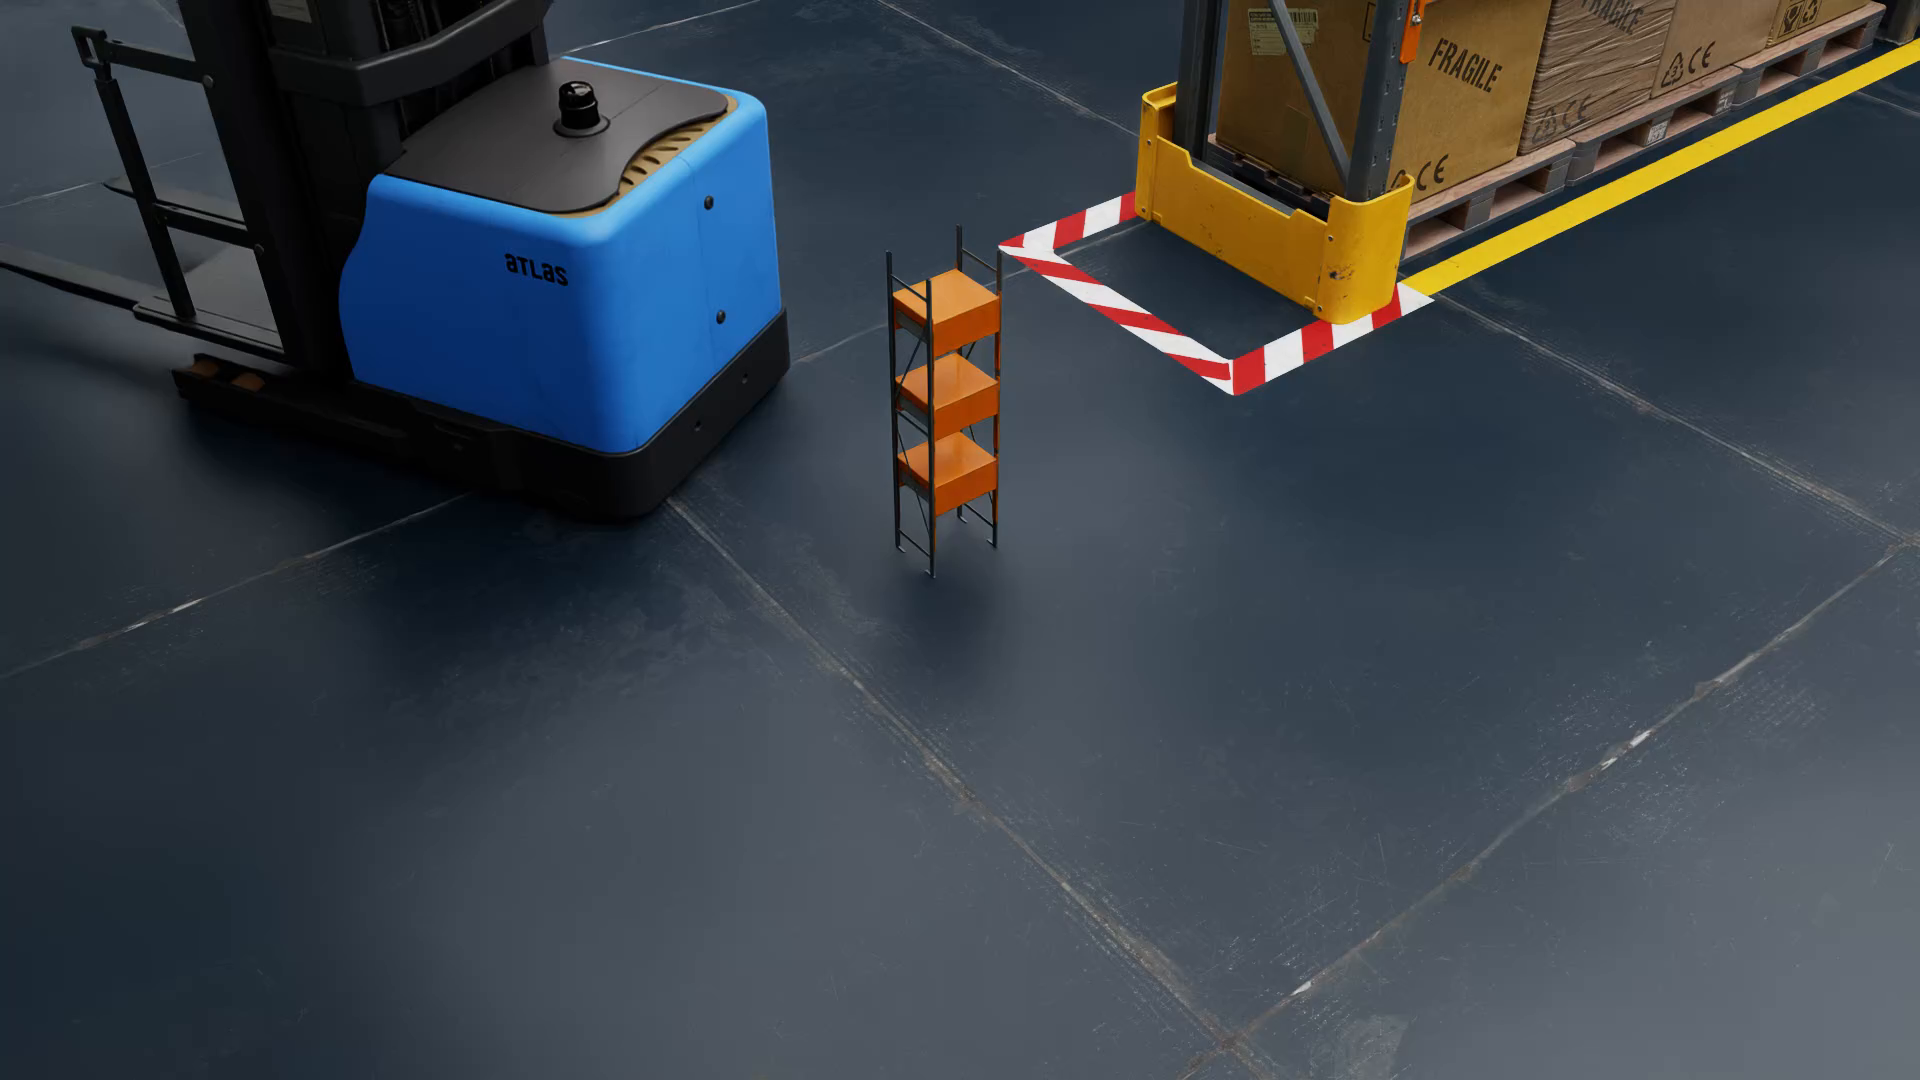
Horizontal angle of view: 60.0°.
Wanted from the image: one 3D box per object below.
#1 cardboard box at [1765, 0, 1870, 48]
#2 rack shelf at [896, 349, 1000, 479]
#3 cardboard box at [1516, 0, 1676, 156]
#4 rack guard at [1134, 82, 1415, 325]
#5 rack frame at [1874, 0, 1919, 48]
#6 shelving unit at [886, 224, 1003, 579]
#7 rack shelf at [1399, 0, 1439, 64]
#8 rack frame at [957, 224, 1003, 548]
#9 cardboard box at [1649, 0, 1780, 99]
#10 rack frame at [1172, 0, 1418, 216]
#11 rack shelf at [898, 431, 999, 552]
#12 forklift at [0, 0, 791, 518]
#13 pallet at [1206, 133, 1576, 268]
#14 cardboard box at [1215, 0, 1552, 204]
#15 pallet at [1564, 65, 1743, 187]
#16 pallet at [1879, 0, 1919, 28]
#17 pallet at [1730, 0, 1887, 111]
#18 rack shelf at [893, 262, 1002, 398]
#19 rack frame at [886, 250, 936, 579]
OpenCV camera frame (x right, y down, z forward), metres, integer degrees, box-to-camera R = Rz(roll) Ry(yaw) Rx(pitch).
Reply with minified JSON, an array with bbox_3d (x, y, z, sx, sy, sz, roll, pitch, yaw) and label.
[{"bbox_3d":[3.810,-2.991,7.875,0.875,0.875,0.875,-26,46,-28],"label":"cardboard box"},{"bbox_3d":[-0.042,-0.377,4.899,0.240,0.259,0.215,-26,46,-28],"label":"rack shelf"},{"bbox_3d":[2.390,-2.299,7.031,0.875,0.875,0.875,-26,46,-28],"label":"cardboard box"},{"bbox_3d":[1.191,-1.343,6.493,0.348,0.500,1.175,-26,46,-28],"label":"rack guard"},{"bbox_3d":[4.382,-3.864,7.596,0.127,3.000,1.000,-26,46,-28],"label":"rack frame"},{"bbox_3d":[-0.042,-0.385,4.892,0.252,1.050,0.215,-26,46,-28],"label":"shelving unit"},{"bbox_3d":[2.796,-2.813,6.882,4.000,0.370,1.077,-26,46,-28],"label":"rack shelf"},{"bbox_3d":[0.054,-0.432,4.949,0.008,1.050,0.200,-26,46,-28],"label":"rack frame"},{"bbox_3d":[3.096,-2.643,7.451,0.875,0.875,0.875,-26,46,-28],"label":"cardboard box"},{"bbox_3d":[1.210,-2.319,5.711,0.127,3.000,1.000,-26,46,-28],"label":"rack frame"},{"bbox_3d":[-0.042,-0.162,5.075,0.240,0.259,0.215,-26,46,-28],"label":"rack shelf"},{"bbox_3d":[-2.161,-1.828,5.167,3.031,2.935,1.130,16,42,19],"label":"forklift"},{"bbox_3d":[1.796,-1.589,7.020,1.213,0.211,1.003,-26,46,-28],"label":"pallet"},{"bbox_3d":[1.669,-1.947,6.603,0.875,0.875,0.875,-26,46,-28],"label":"cardboard box"},{"bbox_3d":[2.763,-2.058,7.592,1.213,0.211,1.003,-26,46,-28],"label":"pallet"},{"bbox_3d":[4.948,-3.122,8.890,1.213,0.211,1.003,-26,46,-28],"label":"pallet"},{"bbox_3d":[3.731,-2.532,8.170,1.213,0.211,1.003,-26,46,-28],"label":"pallet"},{"bbox_3d":[-0.042,-0.596,4.719,0.240,0.259,0.215,-26,46,-28],"label":"rack shelf"},{"bbox_3d":[-0.139,-0.338,4.834,0.008,1.050,0.200,-26,46,-28],"label":"rack frame"}]
